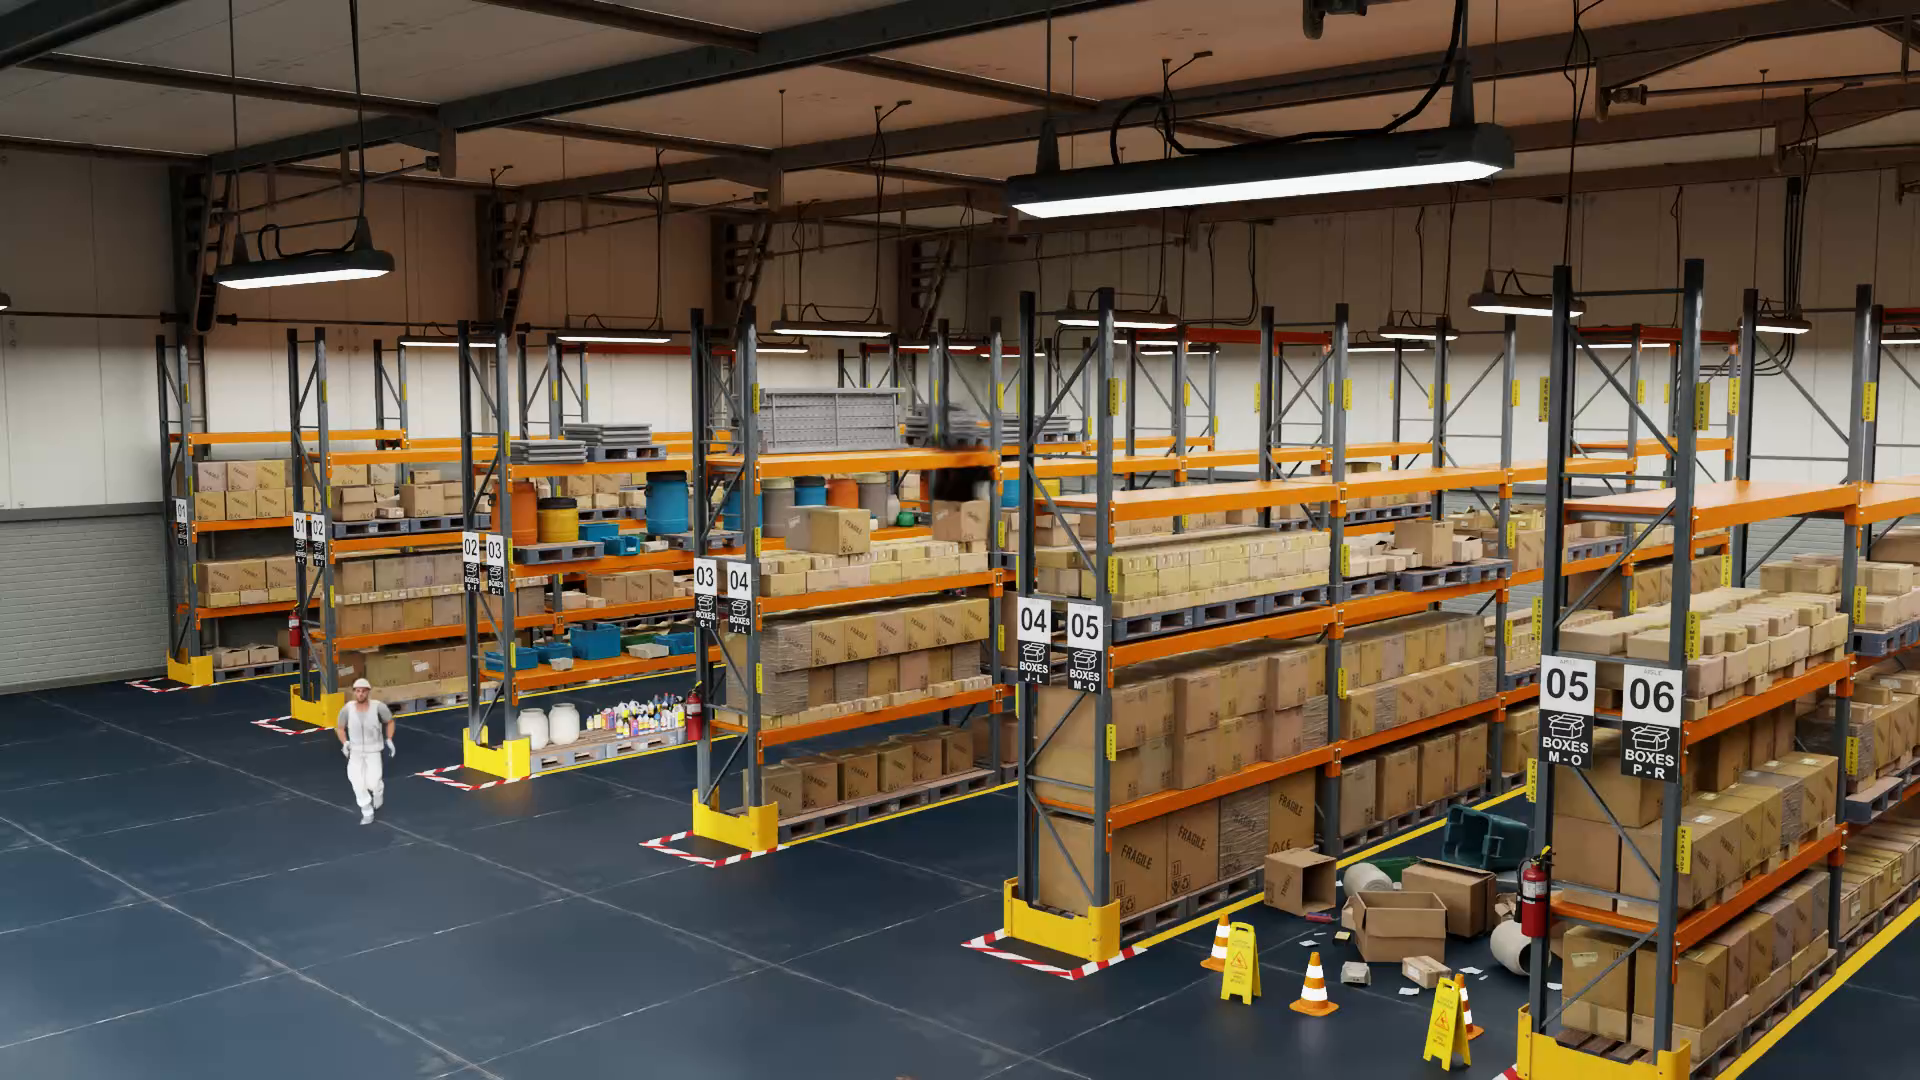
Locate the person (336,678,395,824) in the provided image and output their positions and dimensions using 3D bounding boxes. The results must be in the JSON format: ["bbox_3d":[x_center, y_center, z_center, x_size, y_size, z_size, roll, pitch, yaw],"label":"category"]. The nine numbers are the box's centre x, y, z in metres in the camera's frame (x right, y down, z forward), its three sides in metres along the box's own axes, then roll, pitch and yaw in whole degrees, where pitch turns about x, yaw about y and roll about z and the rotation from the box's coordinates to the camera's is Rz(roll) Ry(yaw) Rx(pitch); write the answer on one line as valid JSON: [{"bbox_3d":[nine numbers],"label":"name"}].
[{"bbox_3d":[-6.975,2.474,19.529,0.658,1.730,0.638,-1,5,-12],"label":"person"}]
